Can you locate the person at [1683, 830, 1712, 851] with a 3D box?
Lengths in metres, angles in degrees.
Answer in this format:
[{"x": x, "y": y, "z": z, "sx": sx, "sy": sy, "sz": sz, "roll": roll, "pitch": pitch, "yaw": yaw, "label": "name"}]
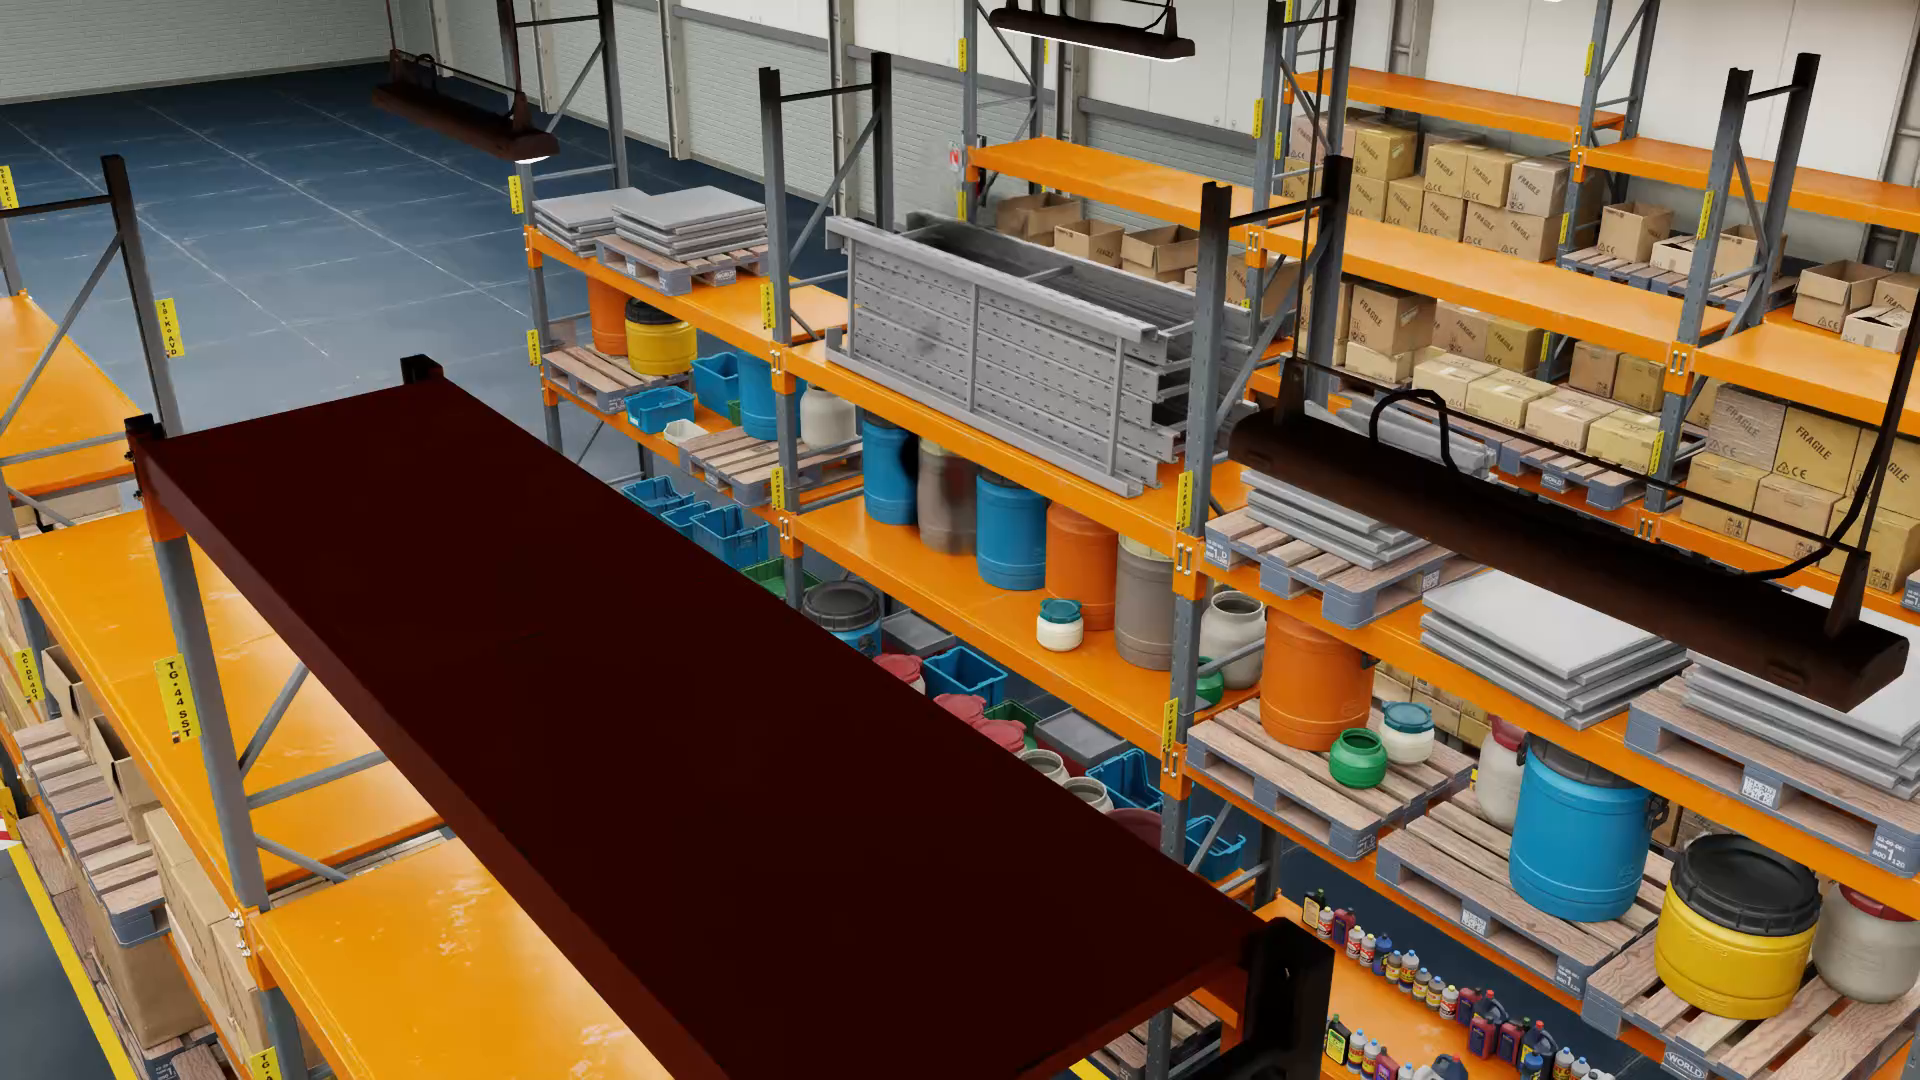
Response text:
[{"x": 4.789, "y": 2.640, "z": 10.913, "sx": 0.665, "sy": 1.659, "sz": 0.571, "roll": 21, "pitch": 33, "yaw": 37, "label": "person"}]
